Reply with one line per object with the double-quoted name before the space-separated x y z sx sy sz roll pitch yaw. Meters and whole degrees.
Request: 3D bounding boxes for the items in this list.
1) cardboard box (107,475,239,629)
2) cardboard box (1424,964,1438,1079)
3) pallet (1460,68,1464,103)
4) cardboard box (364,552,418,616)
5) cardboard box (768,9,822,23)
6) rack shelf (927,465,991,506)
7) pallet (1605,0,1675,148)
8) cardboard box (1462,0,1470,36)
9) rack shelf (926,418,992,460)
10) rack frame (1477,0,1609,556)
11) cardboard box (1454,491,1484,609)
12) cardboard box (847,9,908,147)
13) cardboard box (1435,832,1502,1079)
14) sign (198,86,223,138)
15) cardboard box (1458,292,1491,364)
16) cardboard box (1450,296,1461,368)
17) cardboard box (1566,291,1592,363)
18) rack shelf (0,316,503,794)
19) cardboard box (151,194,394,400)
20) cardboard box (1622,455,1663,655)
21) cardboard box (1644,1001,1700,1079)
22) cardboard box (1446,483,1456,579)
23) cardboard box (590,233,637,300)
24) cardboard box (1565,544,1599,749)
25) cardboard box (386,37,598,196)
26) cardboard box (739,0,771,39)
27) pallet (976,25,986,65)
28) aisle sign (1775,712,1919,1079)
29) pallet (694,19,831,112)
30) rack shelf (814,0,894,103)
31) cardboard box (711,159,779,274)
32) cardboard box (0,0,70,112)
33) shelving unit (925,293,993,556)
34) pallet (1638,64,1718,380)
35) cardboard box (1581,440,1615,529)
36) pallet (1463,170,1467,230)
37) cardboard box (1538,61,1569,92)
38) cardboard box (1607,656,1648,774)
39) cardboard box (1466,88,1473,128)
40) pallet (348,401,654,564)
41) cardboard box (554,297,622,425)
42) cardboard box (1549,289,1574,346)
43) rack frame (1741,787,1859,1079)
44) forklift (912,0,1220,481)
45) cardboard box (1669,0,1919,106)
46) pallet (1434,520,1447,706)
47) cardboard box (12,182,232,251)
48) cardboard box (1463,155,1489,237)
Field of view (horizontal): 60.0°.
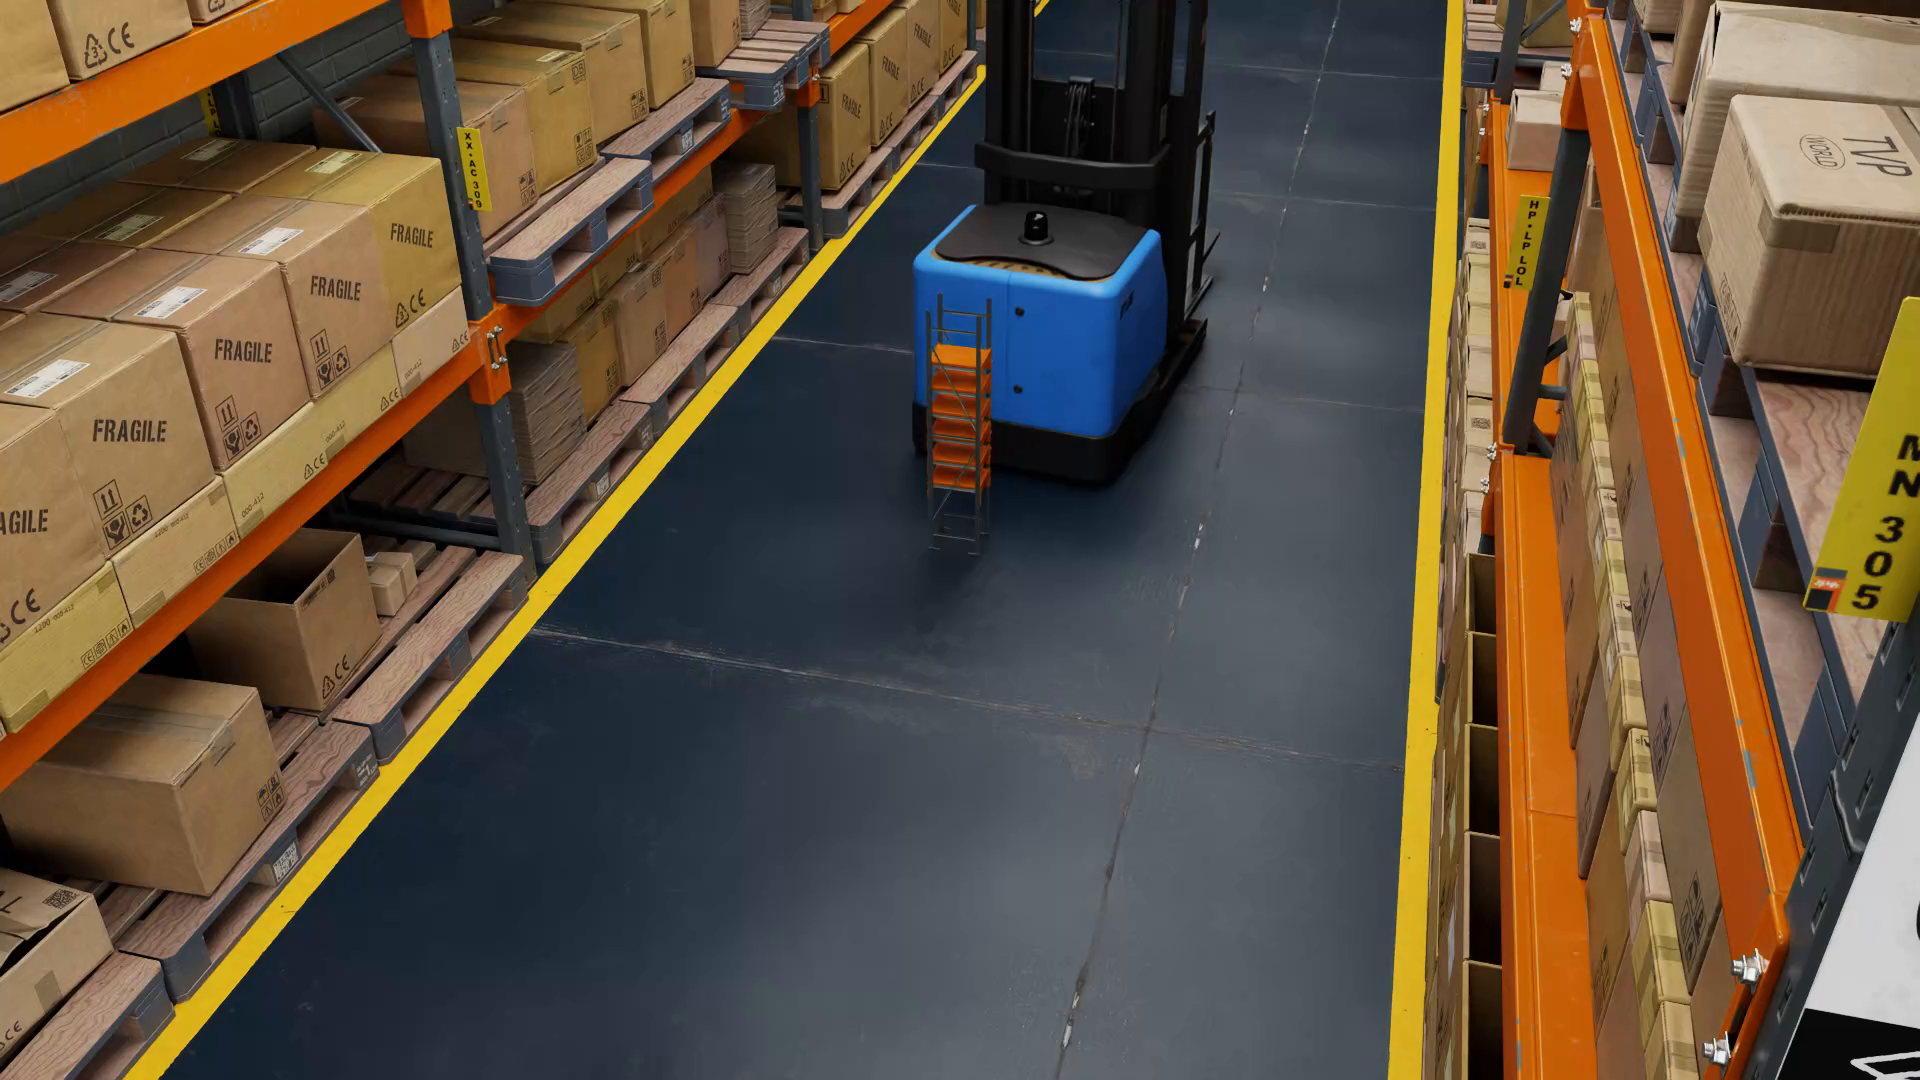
"cardboard box" -2.595 -0.002 5.079 0.500 0.250 0.500 8 33 13
"cardboard box" 1.603 1.507 4.755 0.500 0.250 0.500 8 33 12
"pallet" 4.604 -3.784 13.506 1.003 0.211 1.213 8 33 12
"cardboard box" -2.501 0.166 6.924 0.380 0.166 0.250 4 33 6
"cardboard box" -1.071 -3.243 10.272 0.380 0.149 0.250 8 33 12
"rack shelf" -0.004 -0.259 7.569 0.258 0.103 0.180 8 33 12
"pallet" 2.207 -1.236 4.185 1.003 0.211 1.213 8 33 12
"cardboard box" 4.489 -4.379 13.939 0.500 0.311 0.500 8 33 12
"rack shelf" -0.004 -0.461 7.440 0.258 0.103 0.180 8 33 12
"rack frame" 2.399 -0.454 5.667 1.000 3.000 0.127 8 33 12
"cardboard box" 2.224 0.044 6.534 0.500 0.311 0.500 8 33 12
"cardboard box" -0.837 -3.289 11.740 0.750 0.750 0.750 8 33 12
"cardboard box" 1.599 1.190 4.555 0.500 0.500 0.500 8 33 12
"sign" -2.932 -1.688 6.531 0.100 0.325 0.005 8 33 12
"cardboard box" 2.740 -1.013 8.196 0.500 0.311 0.500 7 33 11
"cardboard box" 2.870 -1.053 8.782 0.500 0.250 0.500 7 33 11
"cardboard box" 2.143 -0.656 5.289 0.380 0.149 0.250 8 33 12
"rack shelf" -2.901 0.215 5.286 1.077 0.370 4.000 8 33 12
"cardboard box" -2.336 -0.840 5.698 0.500 0.500 0.500 8 33 12
"cardboard box" 1.910 -0.031 3.700 0.700 0.500 0.500 8 33 12
"cardboard box" 1.361 0.946 2.768 0.380 0.149 0.250 9 34 14
"cardboard box" 2.354 0.013 7.106 0.500 0.250 0.500 8 33 12
"cardboard box" -1.986 -1.457 8.467 0.500 0.250 0.500 7 33 11
"cardboard box" 2.033 0.270 4.436 0.700 0.500 0.500 9 33 13
"cardboard box" -2.083 -1.902 7.443 0.700 0.500 0.500 11 34 17
"cardboard box" -1.488 -3.184 9.460 0.700 0.500 0.500 4 33 7
"pallet" -0.095 -4.485 14.608 1.003 0.211 1.213 8 33 12
"aisle sign" 1.083 0.519 1.714 0.394 0.787 0.004 8 33 12
"pallet" -1.457 -2.736 9.437 1.213 0.211 1.003 8 33 12
"rack shelf" -0.871 -3.936 11.816 1.077 0.370 4.000 8 33 12
"cardboard box" -1.511 -1.952 9.944 0.700 0.500 0.500 8 33 13
"cardboard box" -2.668 -1.331 4.140 0.500 0.500 0.500 10 34 15
"shelving unit" -0.004 -0.499 7.416 0.258 1.200 0.189 8 33 12
"pallet" 1.896 -0.605 3.192 1.003 0.211 1.213 8 33 12
"cardboard box" 1.885 -0.126 4.455 0.380 0.149 0.250 7 33 11
"pallet" 3.951 -2.366 11.275 1.003 0.211 1.213 8 33 12
"cardboard box" 3.279 -2.309 8.669 0.500 0.311 0.500 10 34 15
"cardboard box" 1.623 0.410 3.611 0.380 0.149 0.250 9 34 14
"cardboard box" 3.946 -3.240 11.970 0.500 0.500 0.500 8 33 13
"pallet" -2.198 -0.353 8.109 1.003 0.211 1.213 8 33 12
"cardboard box" -2.141 -0.916 8.315 0.700 0.500 0.500 7 33 11
"cardboard box" 2.444 -0.878 6.461 0.396 0.266 0.258 7 33 11
"rack frame" 1.383 1.622 2.402 1.000 3.000 0.127 8 33 12
"forklift" 0.765 -2.302 8.639 1.130 2.935 3.031 12 34 18
"cardboard box" 1.859 -1.162 3.368 0.797 0.503 0.637 12 34 18
"pallet" 2.548 0.336 7.025 1.003 0.211 1.213 8 33 12
"cardboard box" -2.850 -0.904 5.799 0.500 0.500 0.500 8 33 12
"cardboard box" 3.424 -2.177 10.299 0.500 0.500 0.500 9 34 14
